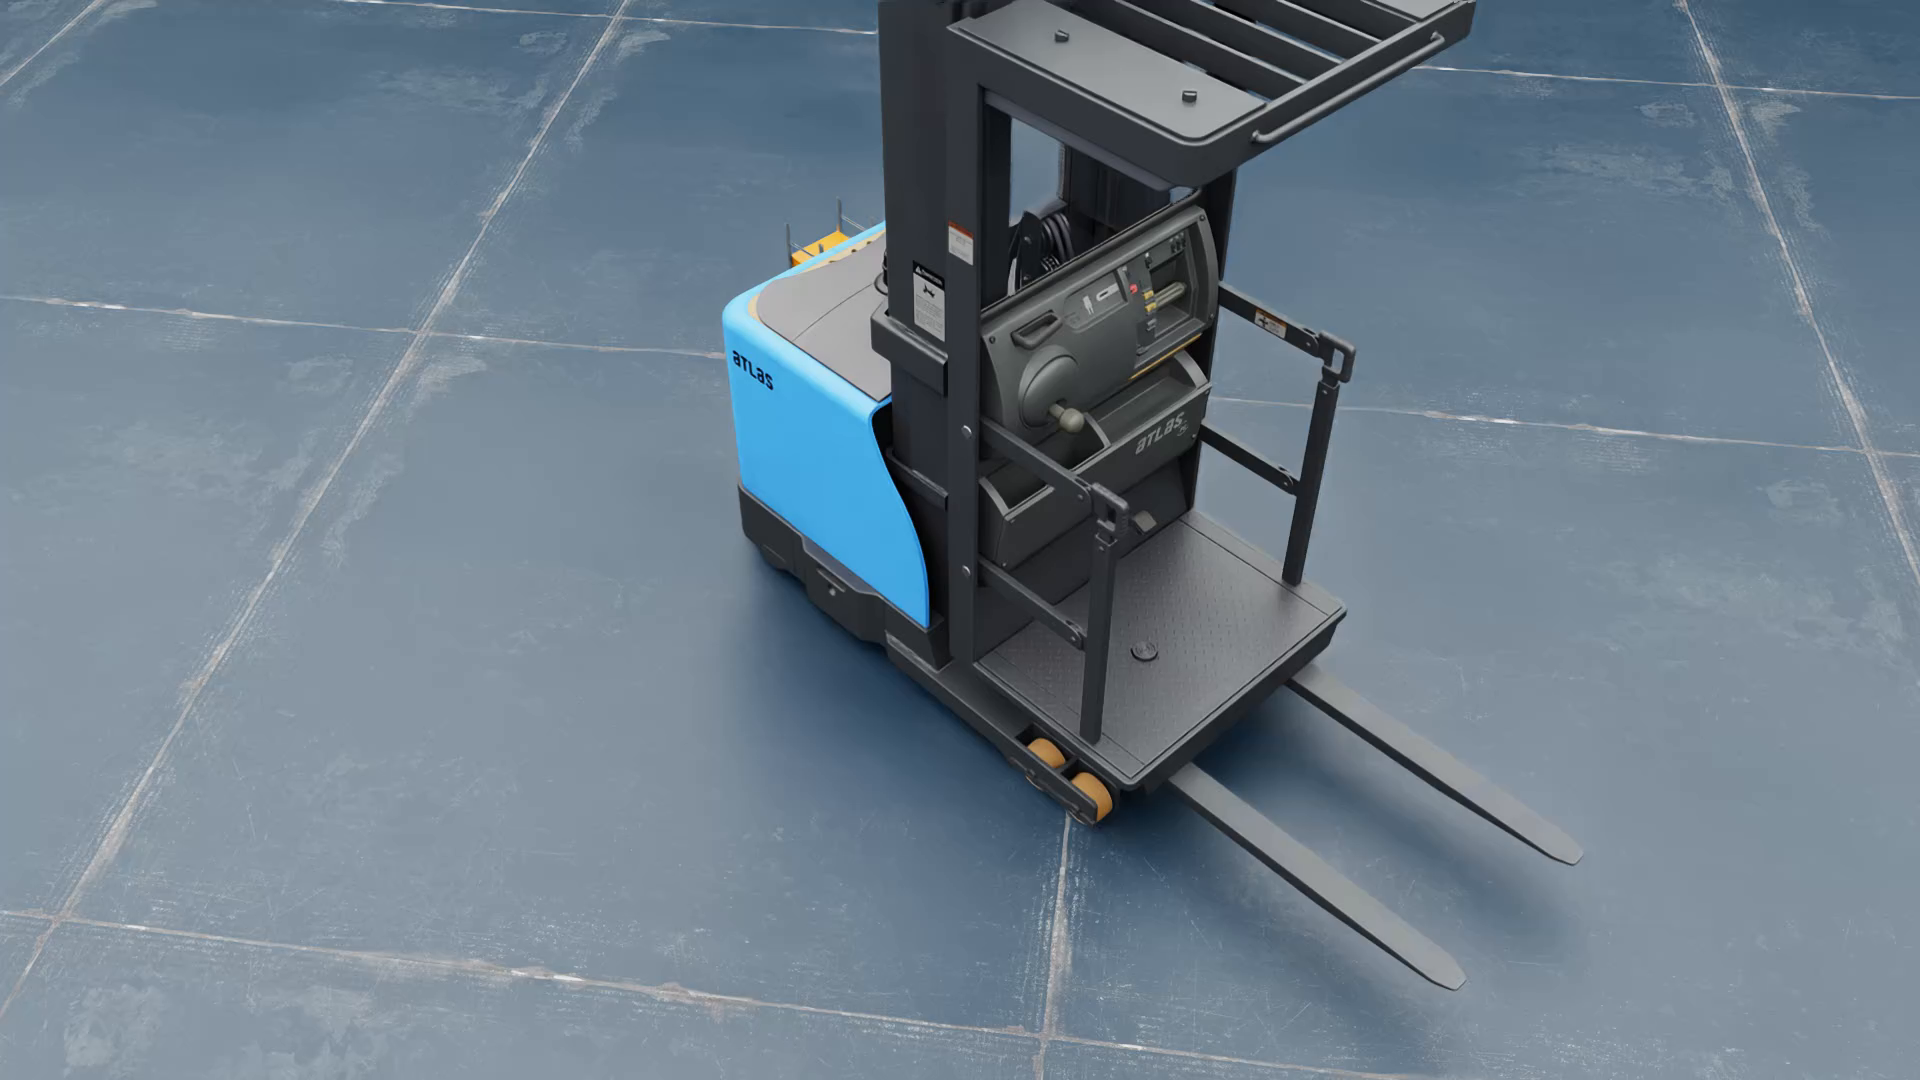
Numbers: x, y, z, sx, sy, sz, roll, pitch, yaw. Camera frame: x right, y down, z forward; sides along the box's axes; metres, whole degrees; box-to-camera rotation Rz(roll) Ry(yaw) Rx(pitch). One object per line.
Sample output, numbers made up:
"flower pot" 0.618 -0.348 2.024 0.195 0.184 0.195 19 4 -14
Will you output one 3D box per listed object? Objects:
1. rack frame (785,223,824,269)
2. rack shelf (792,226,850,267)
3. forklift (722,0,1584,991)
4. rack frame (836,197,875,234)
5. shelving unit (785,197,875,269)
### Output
"rack frame" -0.550 -0.697 6.223 0.008 1.050 0.200 -34 53 -31
"rack shelf" -0.463 -0.954 6.097 0.240 0.259 0.215 -34 53 -31
"forklift" 0.571 -0.564 4.713 1.130 2.935 3.031 -33 53 -30
"rack frame" -0.376 -0.815 6.347 0.008 1.050 0.200 -34 53 -31
"shelving unit" -0.463 -0.756 6.285 0.252 1.050 0.215 -34 53 -31
